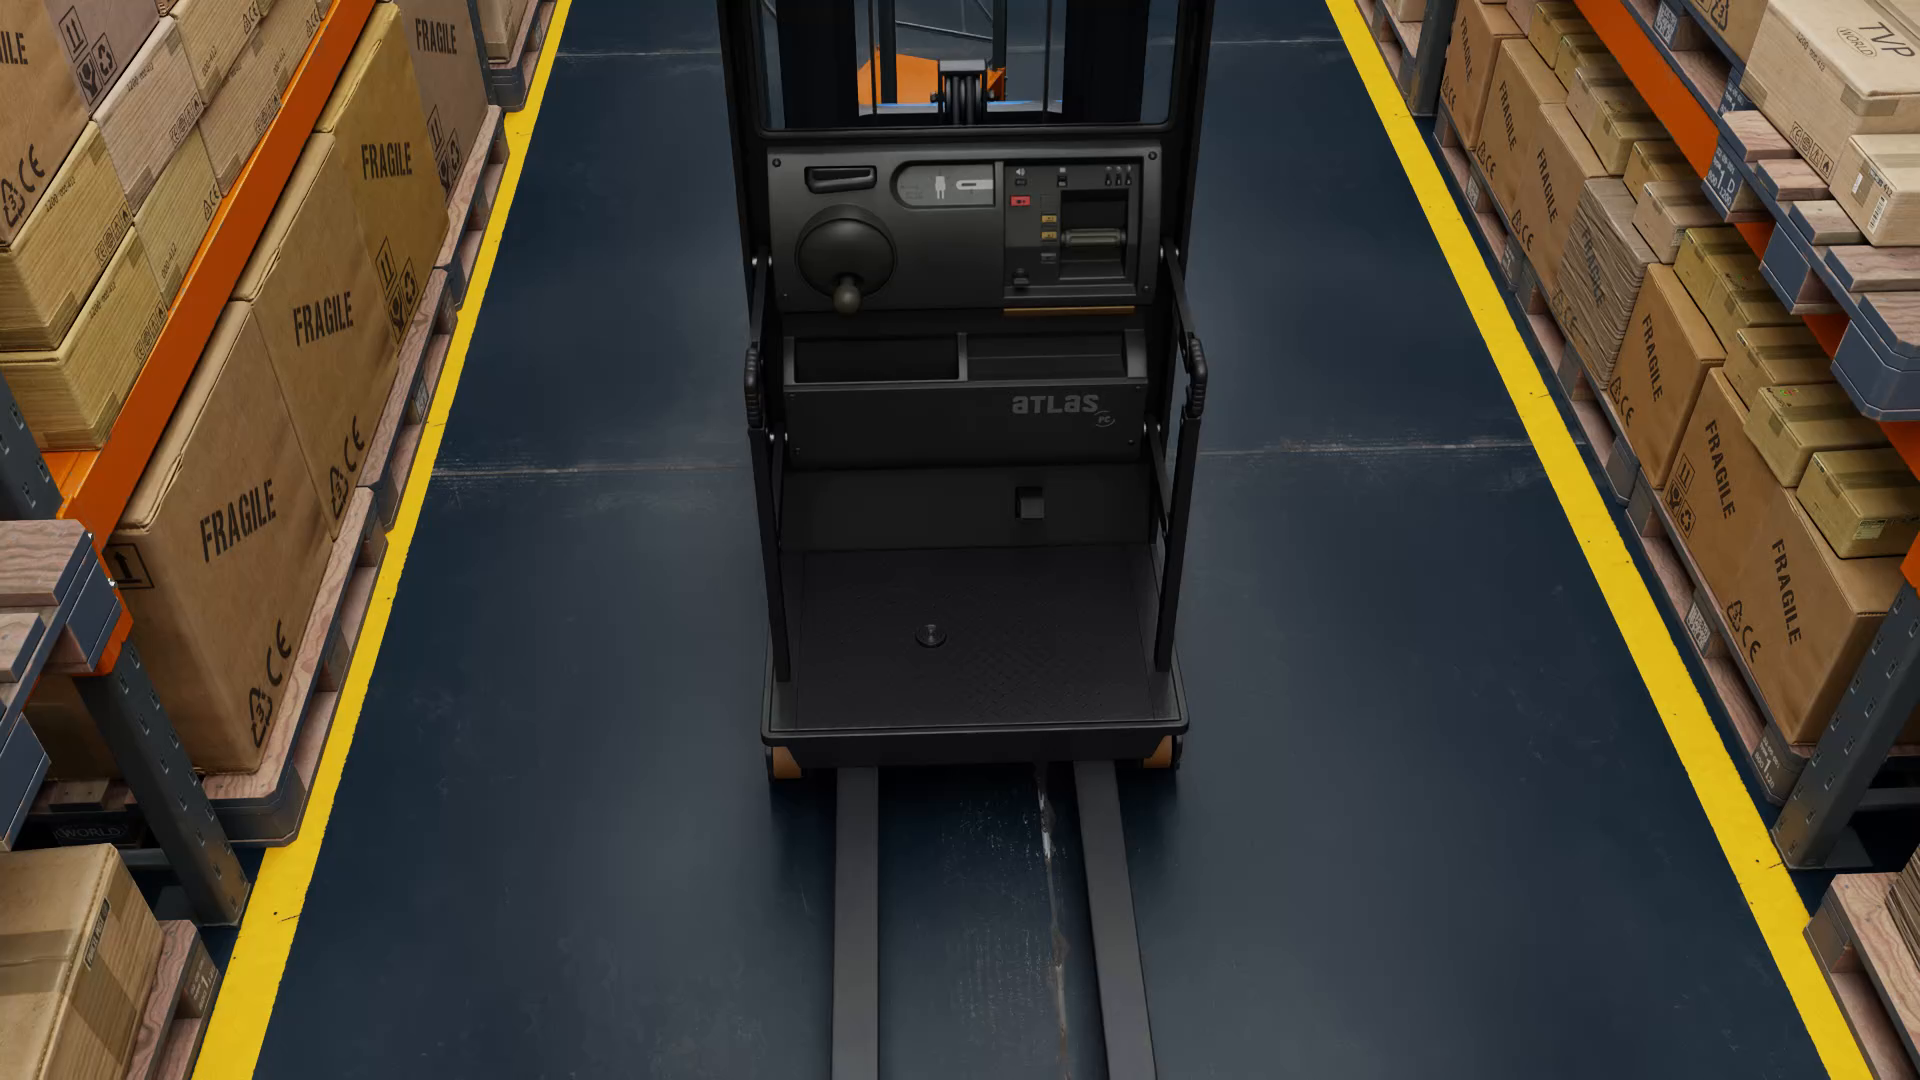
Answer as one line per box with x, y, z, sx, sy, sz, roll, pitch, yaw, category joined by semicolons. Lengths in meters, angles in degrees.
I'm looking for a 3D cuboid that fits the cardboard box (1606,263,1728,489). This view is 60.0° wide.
2.374;-0.505;5.121;0.500;0.500;0.500;0;43;0;cardboard box

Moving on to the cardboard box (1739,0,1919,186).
2.274;-1.104;4.035;0.500;0.250;0.500;-3;43;-4;cardboard box

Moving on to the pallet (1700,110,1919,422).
2.543;-0.686;3.921;1.213;0.211;1.003;-2;43;-2;pallet

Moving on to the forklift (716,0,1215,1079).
0.023;-0.655;3.796;1.130;2.935;3.031;-1;43;-2;forklift

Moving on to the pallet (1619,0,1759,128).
2.555;-1.543;4.856;1.003;0.211;1.213;-2;43;-2;pallet

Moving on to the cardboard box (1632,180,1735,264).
2.340;-0.996;5.176;0.380;0.149;0.250;-4;43;-4;cardboard box

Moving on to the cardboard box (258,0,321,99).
-2.166;-1.472;4.747;0.500;0.250;0.500;-2;43;-2;cardboard box

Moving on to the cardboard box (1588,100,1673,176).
2.340;-1.345;5.556;0.380;0.149;0.250;0;43;0;cardboard box

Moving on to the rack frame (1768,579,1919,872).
2.642;-0.301;3.359;1.000;3.000;0.127;-2;43;-2;rack frame

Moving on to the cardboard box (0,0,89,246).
-2.093;-0.902;3.200;0.500;0.500;0.500;-3;43;-3;cardboard box

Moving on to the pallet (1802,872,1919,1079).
2.638;1.283;3.694;1.003;0.211;1.213;-2;43;-2;pallet

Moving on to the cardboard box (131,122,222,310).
-2.126;-0.785;3.997;0.500;0.250;0.500;-3;43;-3;cardboard box

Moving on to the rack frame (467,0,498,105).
-2.487;-2.857;6.147;1.000;3.000;0.127;-2;43;-2;rack frame

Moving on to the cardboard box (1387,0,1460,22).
2.155;-2.473;7.528;0.380;0.149;0.250;-3;43;-3;cardboard box

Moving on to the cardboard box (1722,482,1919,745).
2.410;0.186;4.366;0.500;0.500;0.500;-1;43;-1;cardboard box

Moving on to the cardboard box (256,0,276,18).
-2.129;-1.663;4.586;0.500;0.250;0.500;-1;43;-1;cardboard box

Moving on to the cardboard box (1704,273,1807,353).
2.393;-0.642;4.790;0.380;0.149;0.250;0;43;-1;cardboard box

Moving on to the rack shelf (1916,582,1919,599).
2.727;1.314;2.129;1.077;0.370;4.000;-2;43;-2;rack shelf

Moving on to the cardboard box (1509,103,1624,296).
2.318;-1.206;5.885;0.500;0.500;0.500;-3;43;-3;cardboard box

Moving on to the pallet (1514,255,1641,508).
2.600;-0.600;5.749;1.003;0.211;1.213;-2;43;-2;pallet

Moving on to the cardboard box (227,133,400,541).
-2.297;-0.599;4.945;0.875;0.875;0.875;-1;43;-1;cardboard box

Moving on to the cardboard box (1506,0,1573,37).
2.311;-2.040;6.314;0.380;0.149;0.250;-3;43;-3;cardboard box

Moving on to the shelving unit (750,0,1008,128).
-0.248;-1.582;5.866;0.587;1.500;1.083;15;45;16;shelving unit

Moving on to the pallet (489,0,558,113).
-2.441;-2.345;7.652;1.003;0.211;1.213;-2;43;-2;pallet

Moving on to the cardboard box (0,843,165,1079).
-2.303;1.039;3.530;0.950;0.372;0.625;-4;43;-5;cardboard box

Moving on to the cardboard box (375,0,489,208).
-2.380;-1.812;6.269;0.875;0.875;0.875;0;43;0;cardboard box

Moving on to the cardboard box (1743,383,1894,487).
2.326;-0.283;4.398;0.380;0.149;0.250;-4;43;-4;cardboard box

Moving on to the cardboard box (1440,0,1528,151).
2.268;-1.902;6.644;0.500;0.500;0.500;0;43;0;cardboard box

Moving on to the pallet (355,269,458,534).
-2.324;-0.485;5.622;1.003;0.211;1.213;-2;43;-2;pallet

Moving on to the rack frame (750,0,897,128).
-0.437;-1.257;5.511;0.500;1.500;0.032;15;45;16;rack frame

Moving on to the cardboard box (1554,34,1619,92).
2.358;-1.682;5.924;0.380;0.149;0.250;-2;43;-3;cardboard box

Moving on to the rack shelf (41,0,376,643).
-2.402;-1.241;4.917;1.077;0.370;4.000;-2;43;-2;rack shelf

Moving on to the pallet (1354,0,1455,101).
2.444;-2.437;7.753;1.003;0.211;1.213;-2;43;-2;pallet

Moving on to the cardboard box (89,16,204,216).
-2.112;-0.984;3.844;0.500;0.250;0.500;-1;43;-1;cardboard box

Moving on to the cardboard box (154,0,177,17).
-2.131;-1.586;3.947;0.500;0.500;0.500;-1;43;-1;cardboard box
